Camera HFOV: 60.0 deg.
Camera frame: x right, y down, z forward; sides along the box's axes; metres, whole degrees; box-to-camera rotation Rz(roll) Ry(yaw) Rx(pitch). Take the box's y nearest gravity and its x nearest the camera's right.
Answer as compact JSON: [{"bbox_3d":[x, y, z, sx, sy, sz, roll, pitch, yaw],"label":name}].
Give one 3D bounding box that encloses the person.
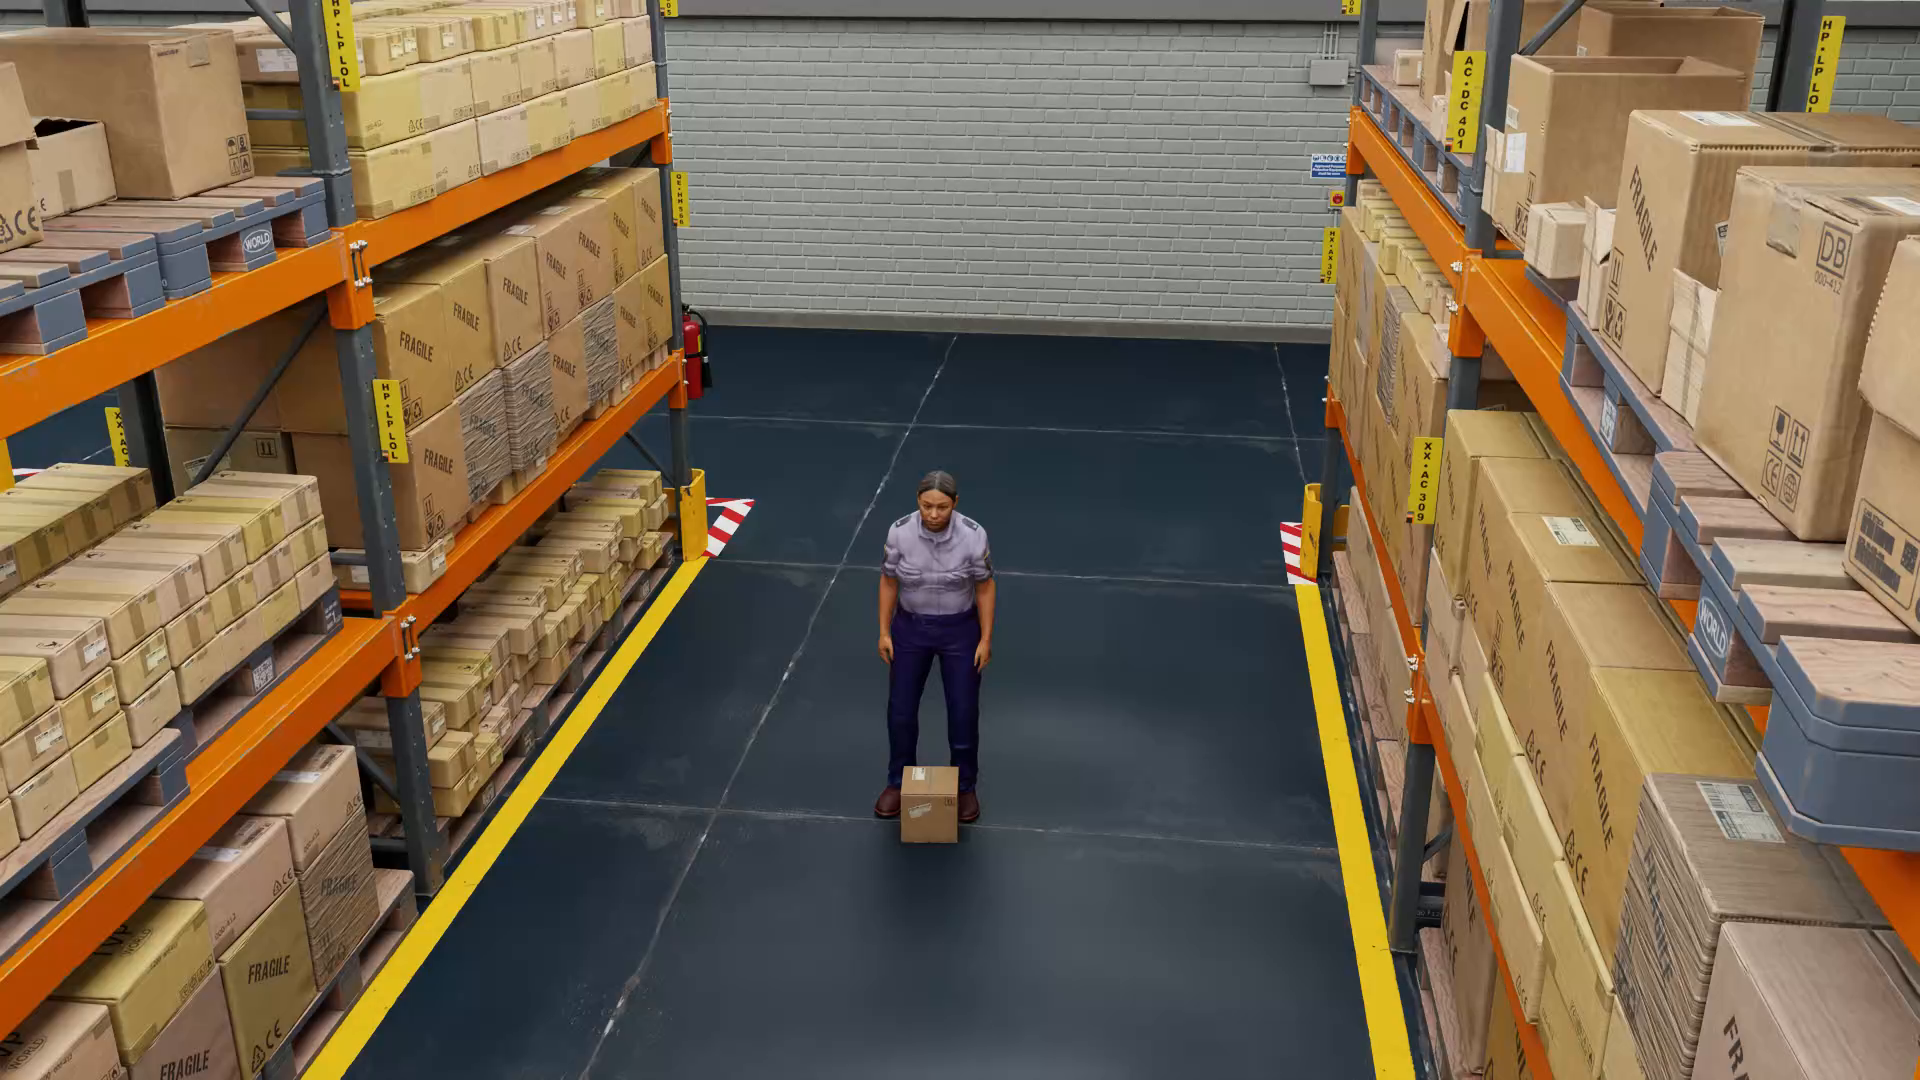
[{"bbox_3d":[-0.114,0.449,7.444,0.537,1.651,0.373,2,21,6],"label":"person"}]
